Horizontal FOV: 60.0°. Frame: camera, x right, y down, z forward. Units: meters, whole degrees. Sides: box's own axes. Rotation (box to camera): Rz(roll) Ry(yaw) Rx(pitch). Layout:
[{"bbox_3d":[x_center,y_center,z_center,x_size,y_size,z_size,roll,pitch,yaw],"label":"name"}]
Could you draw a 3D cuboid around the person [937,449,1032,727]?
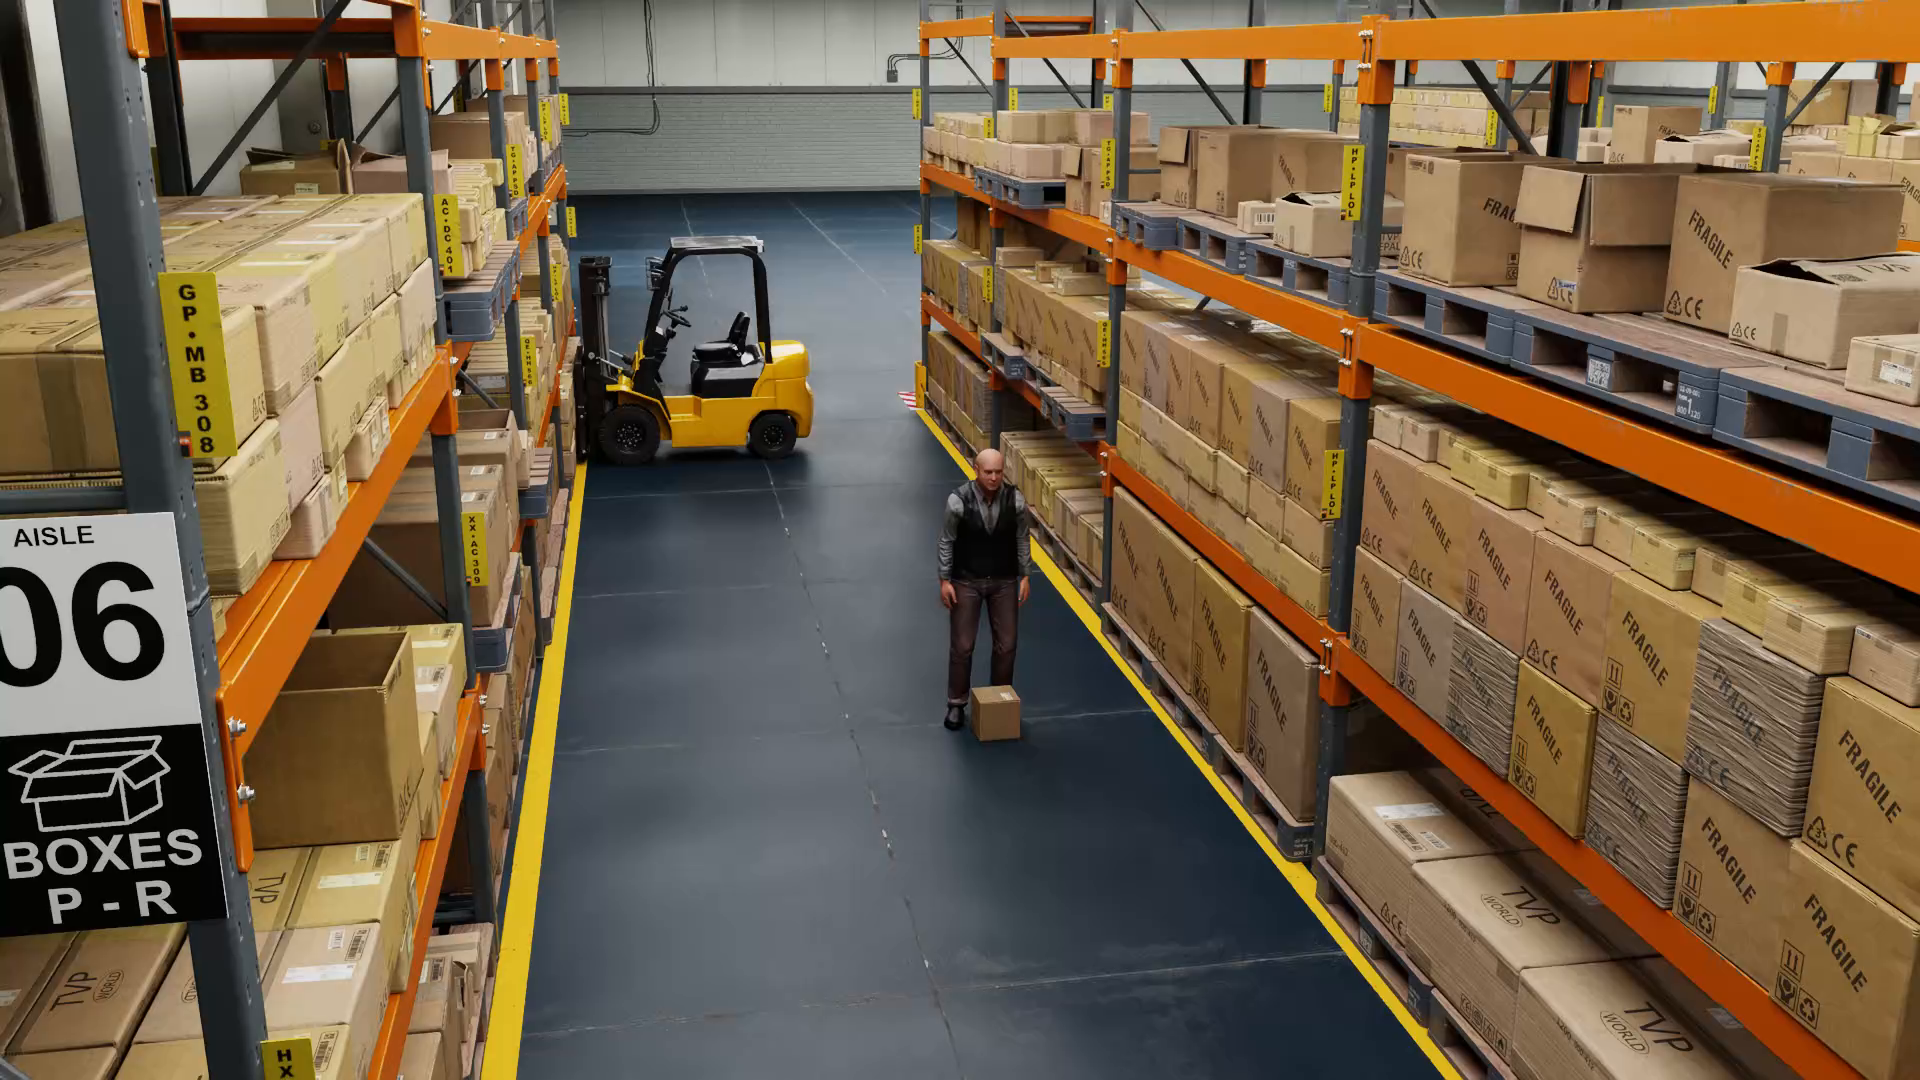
[{"bbox_3d":[0.149,0.268,10.155,0.581,1.721,0.420,-3,17,-10],"label":"person"}]
